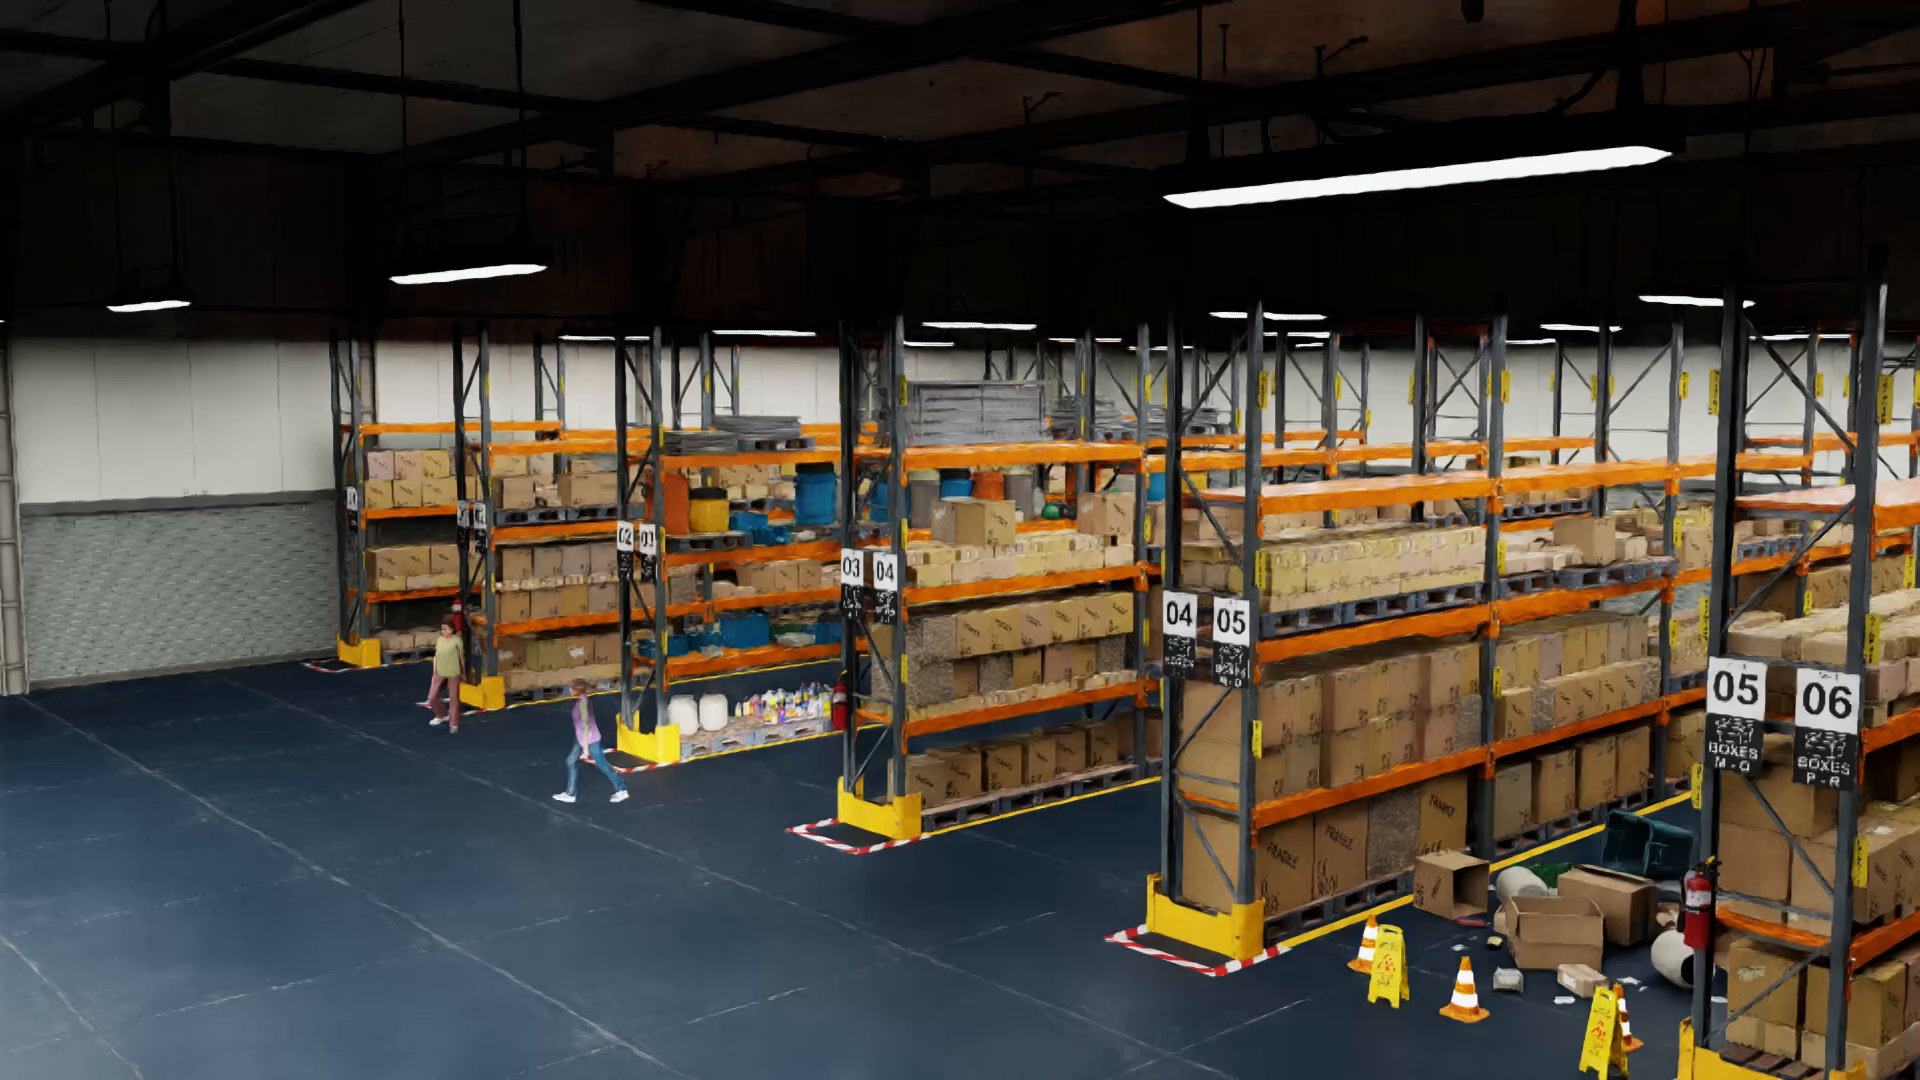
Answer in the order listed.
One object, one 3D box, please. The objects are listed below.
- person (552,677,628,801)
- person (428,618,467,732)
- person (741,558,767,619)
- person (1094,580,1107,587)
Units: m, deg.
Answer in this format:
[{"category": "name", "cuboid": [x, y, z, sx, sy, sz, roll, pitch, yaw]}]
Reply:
[{"category": "person", "cuboid": [-4.481, 2.415, 20.119, 0.883, 1.525, 0.452, -2, 6, -19]}, {"category": "person", "cuboid": [-7.475, 1.949, 24.165, 0.625, 1.658, 0.474, 1, 6, 8]}, {"category": "person", "cuboid": [-4.164, 1.048, 32.925, 1.193, 1.698, 0.585, -5, 7, -39]}, {"category": "person", "cuboid": [2.740, 0.964, 33.364, 0.608, 1.787, 0.489, -1, 6, -12]}]
